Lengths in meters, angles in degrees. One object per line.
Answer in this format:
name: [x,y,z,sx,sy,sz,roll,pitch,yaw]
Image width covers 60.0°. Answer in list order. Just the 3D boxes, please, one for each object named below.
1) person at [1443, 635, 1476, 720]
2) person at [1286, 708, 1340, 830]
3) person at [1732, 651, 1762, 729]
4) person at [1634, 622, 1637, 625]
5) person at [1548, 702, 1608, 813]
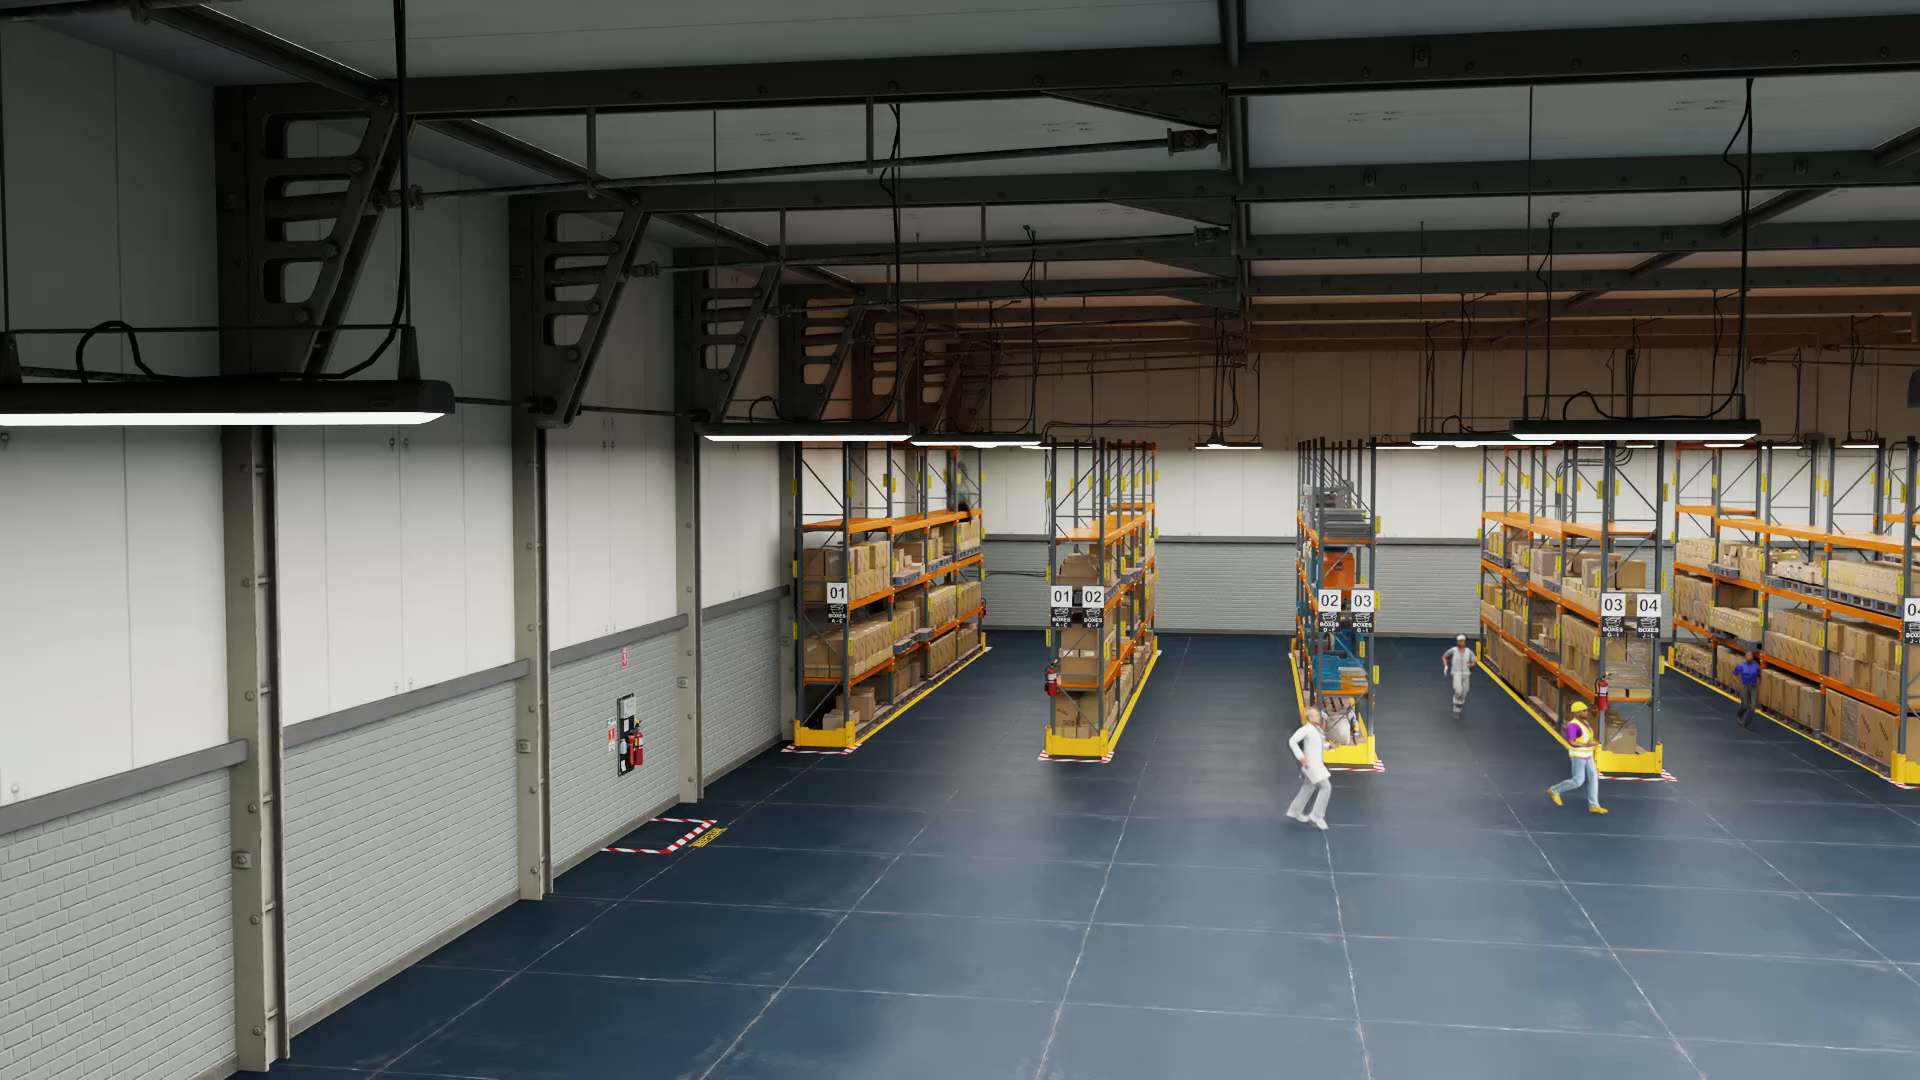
person: [10.727,2.943,35.645,0.641,1.817,0.735,0,3,-1]
person: [5.385,3.538,25.403,0.830,1.752,0.670,1,3,24]
person: [16.279,3.099,34.313,0.570,1.608,0.570,0,3,8]
person: [18.736,2.479,45.846,0.664,1.696,0.621,0,3,-3]
person: [9.841,3.441,26.407,0.929,1.747,0.697,3,4,42]
